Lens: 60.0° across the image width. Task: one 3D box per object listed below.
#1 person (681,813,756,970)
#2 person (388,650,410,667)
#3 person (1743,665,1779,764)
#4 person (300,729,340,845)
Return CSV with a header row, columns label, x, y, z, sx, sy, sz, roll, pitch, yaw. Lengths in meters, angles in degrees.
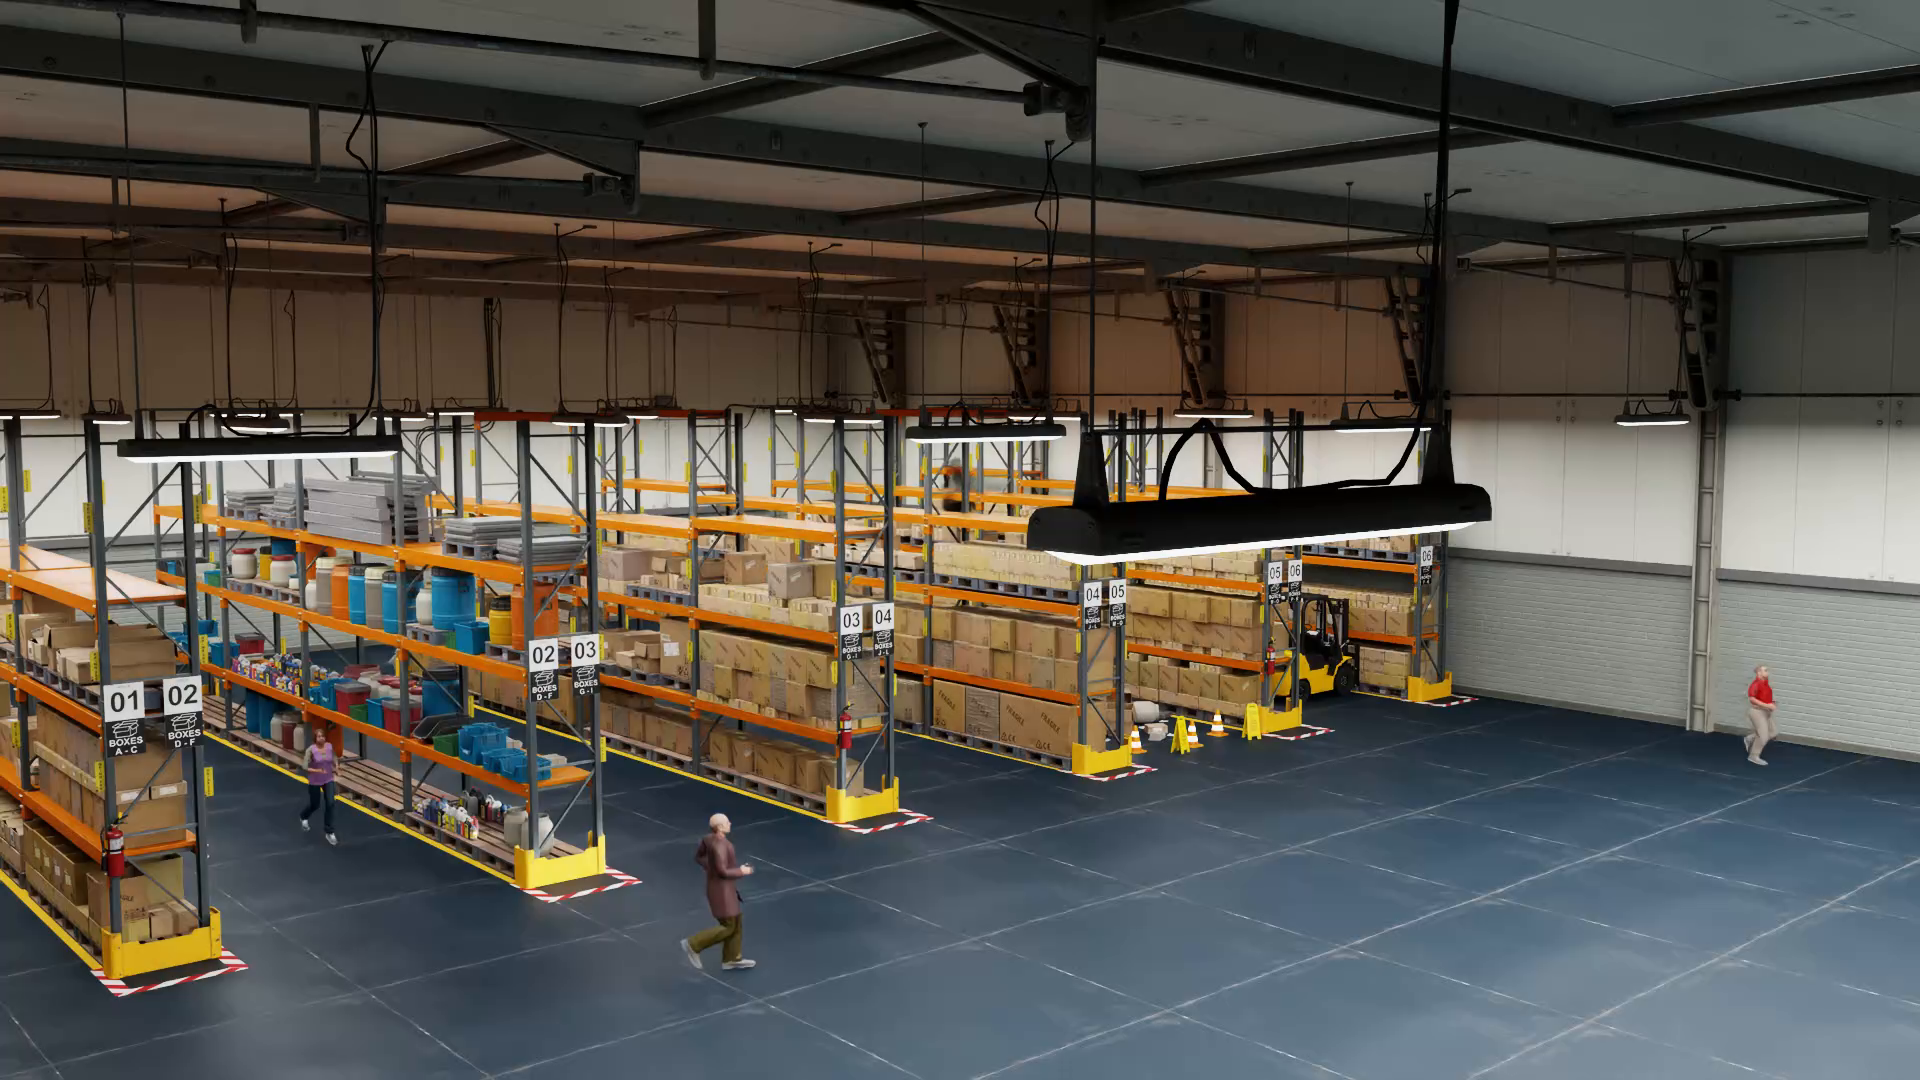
label,x,y,z,sx,sy,sz,roll,pitch,yaw
person,-2.658,3.854,18.191,0.834,1.746,0.718,-2,5,-19
person,-12.627,2.161,38.015,0.874,1.722,0.554,-2,6,-25
person,13.745,2.989,28.526,0.611,1.693,0.705,5,7,43
person,-9.092,3.460,23.631,0.551,1.606,0.886,-4,6,-39
